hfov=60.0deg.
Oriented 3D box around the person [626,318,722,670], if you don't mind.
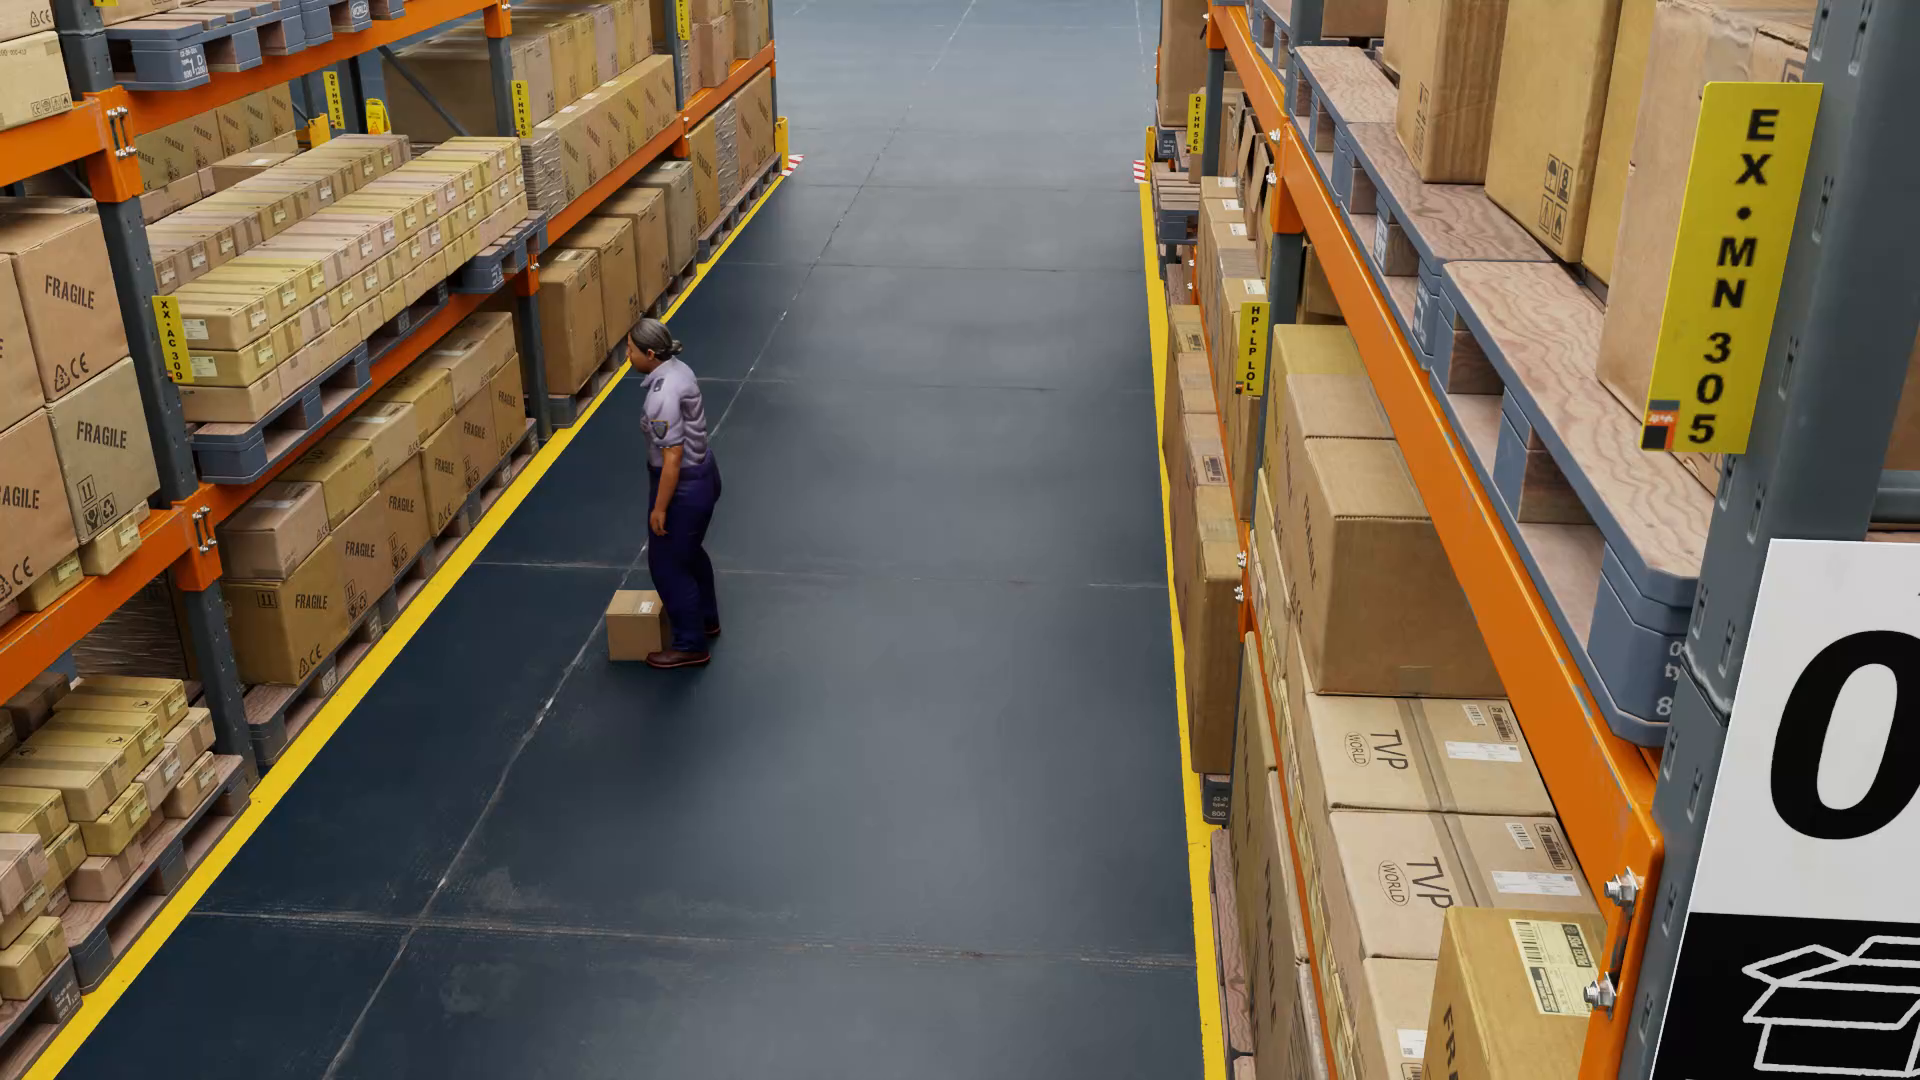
[{"bbox_3d":[-1.289,-0.220,7.610,0.366,1.638,0.560,1,25,2],"label":"person"}]
